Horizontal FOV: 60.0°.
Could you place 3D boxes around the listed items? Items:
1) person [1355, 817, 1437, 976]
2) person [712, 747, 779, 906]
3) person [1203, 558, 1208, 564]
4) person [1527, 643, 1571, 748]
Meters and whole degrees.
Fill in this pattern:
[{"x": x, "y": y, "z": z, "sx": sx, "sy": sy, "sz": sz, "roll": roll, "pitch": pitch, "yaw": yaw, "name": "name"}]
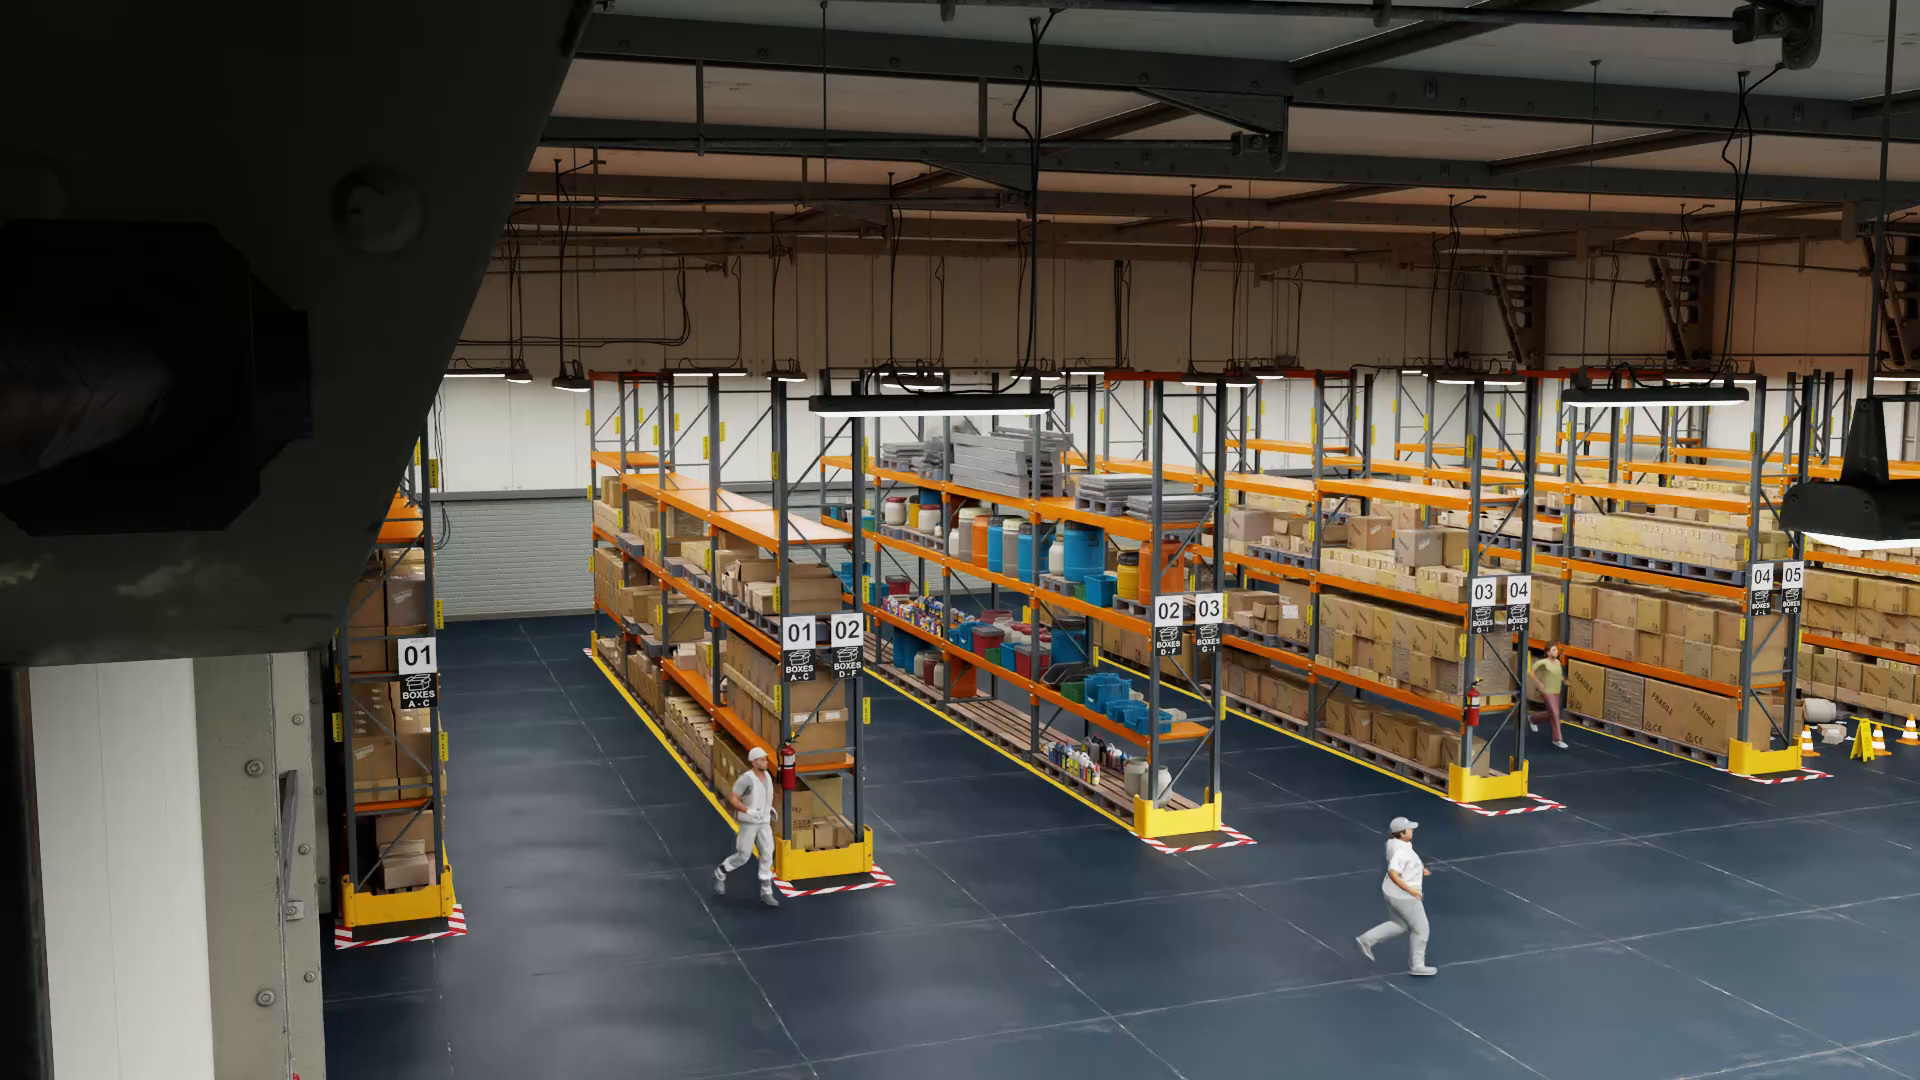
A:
[{"x": 4.482, "y": 3.629, "z": 16.974, "sx": 0.813, "sy": 1.633, "sz": 0.620, "roll": 0, "pitch": 6, "yaw": 0, "name": "person"}, {"x": -2.355, "y": 3.287, "z": 19.326, "sx": 0.987, "sy": 1.749, "sz": 0.717, "roll": 5, "pitch": 8, "yaw": 38, "name": "person"}, {"x": 5.579, "y": 1.250, "z": 38.192, "sx": 0.675, "sy": 1.684, "sz": 0.664, "roll": -2, "pitch": 7, "yaw": -18, "name": "person"}, {"x": 9.581, "y": 2.497, "z": 27.092, "sx": 0.579, "sy": 1.669, "sz": 0.879, "roll": -4, "pitch": 7, "yaw": -29, "name": "person"}]
